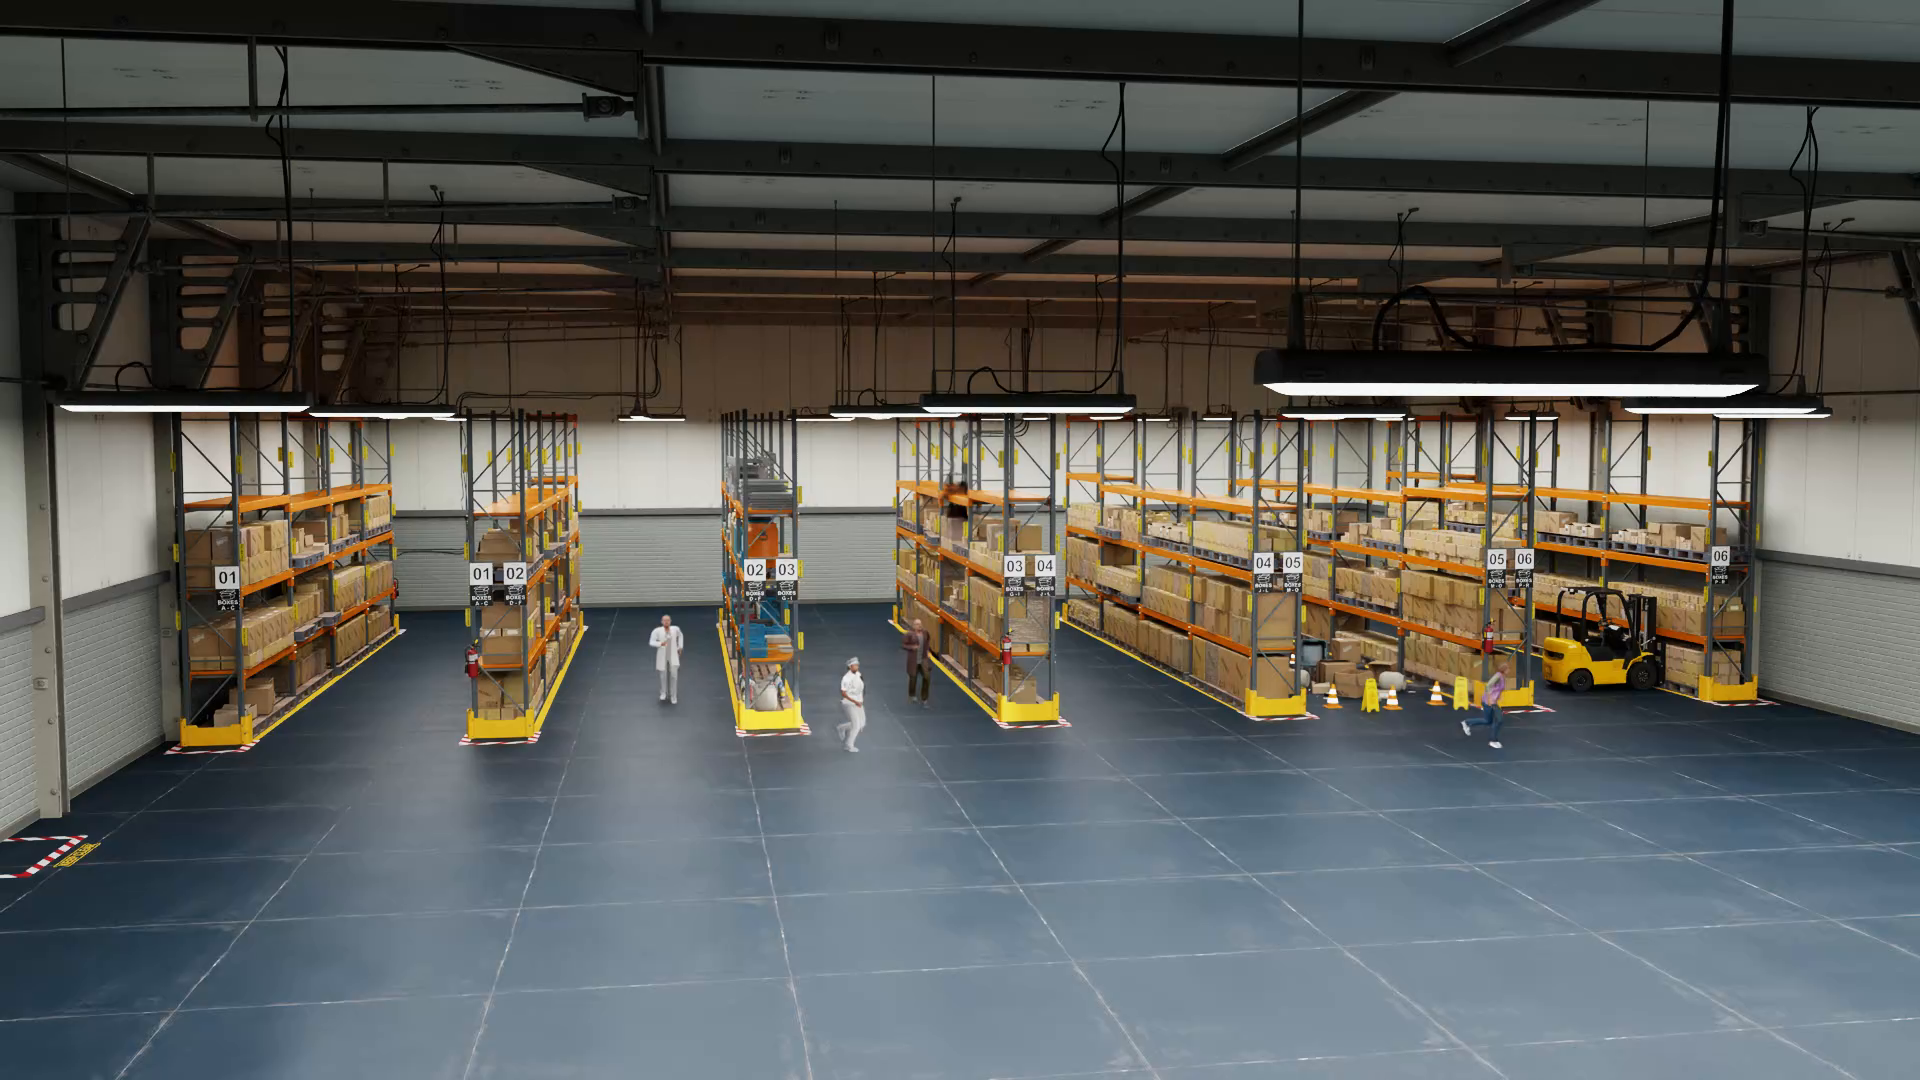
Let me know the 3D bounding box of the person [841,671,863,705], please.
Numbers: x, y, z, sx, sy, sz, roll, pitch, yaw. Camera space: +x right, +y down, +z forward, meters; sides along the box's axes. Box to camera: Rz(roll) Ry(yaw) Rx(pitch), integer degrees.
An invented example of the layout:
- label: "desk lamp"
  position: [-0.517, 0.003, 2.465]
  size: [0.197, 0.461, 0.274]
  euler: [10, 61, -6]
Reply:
- label: "person"
  position: [-1.880, 2.570, 29.127]
  size: [0.345, 0.590, 0.551]
  euler: [2, 5, 31]

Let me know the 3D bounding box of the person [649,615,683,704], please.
- label: "person"
  position: [-6.020, 2.460, 34.136]
  size: [0.708, 1.856, 0.840]
  euler: [-1, 4, -16]

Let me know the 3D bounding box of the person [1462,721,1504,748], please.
- label: "person"
  position: [9.319, 3.464, 29.607]
  size: [0.756, 0.444, 0.197]
  euler: [2, 4, 27]
